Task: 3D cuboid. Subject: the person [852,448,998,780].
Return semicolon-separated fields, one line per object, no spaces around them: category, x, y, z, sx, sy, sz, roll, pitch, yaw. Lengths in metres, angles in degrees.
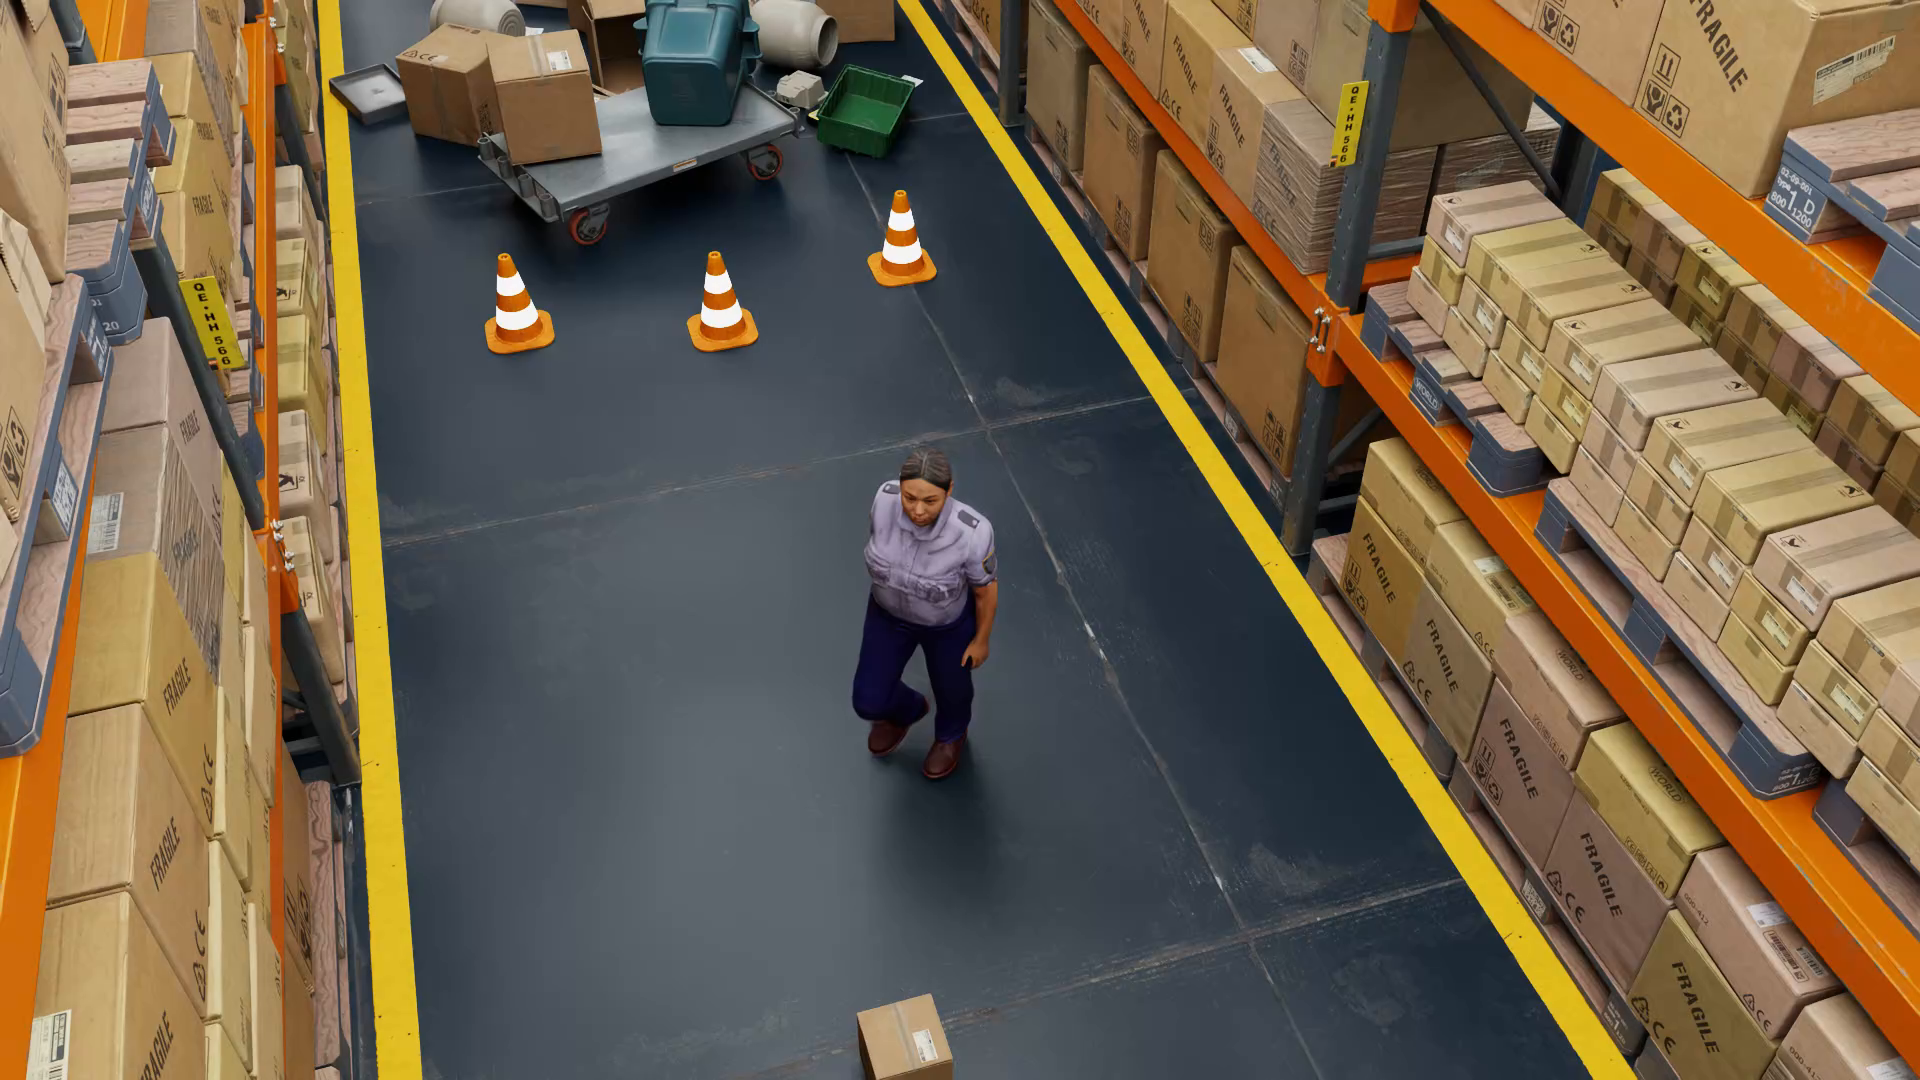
person;-0.113;0.283;5.860;0.526;1.612;0.478;15;45;15
